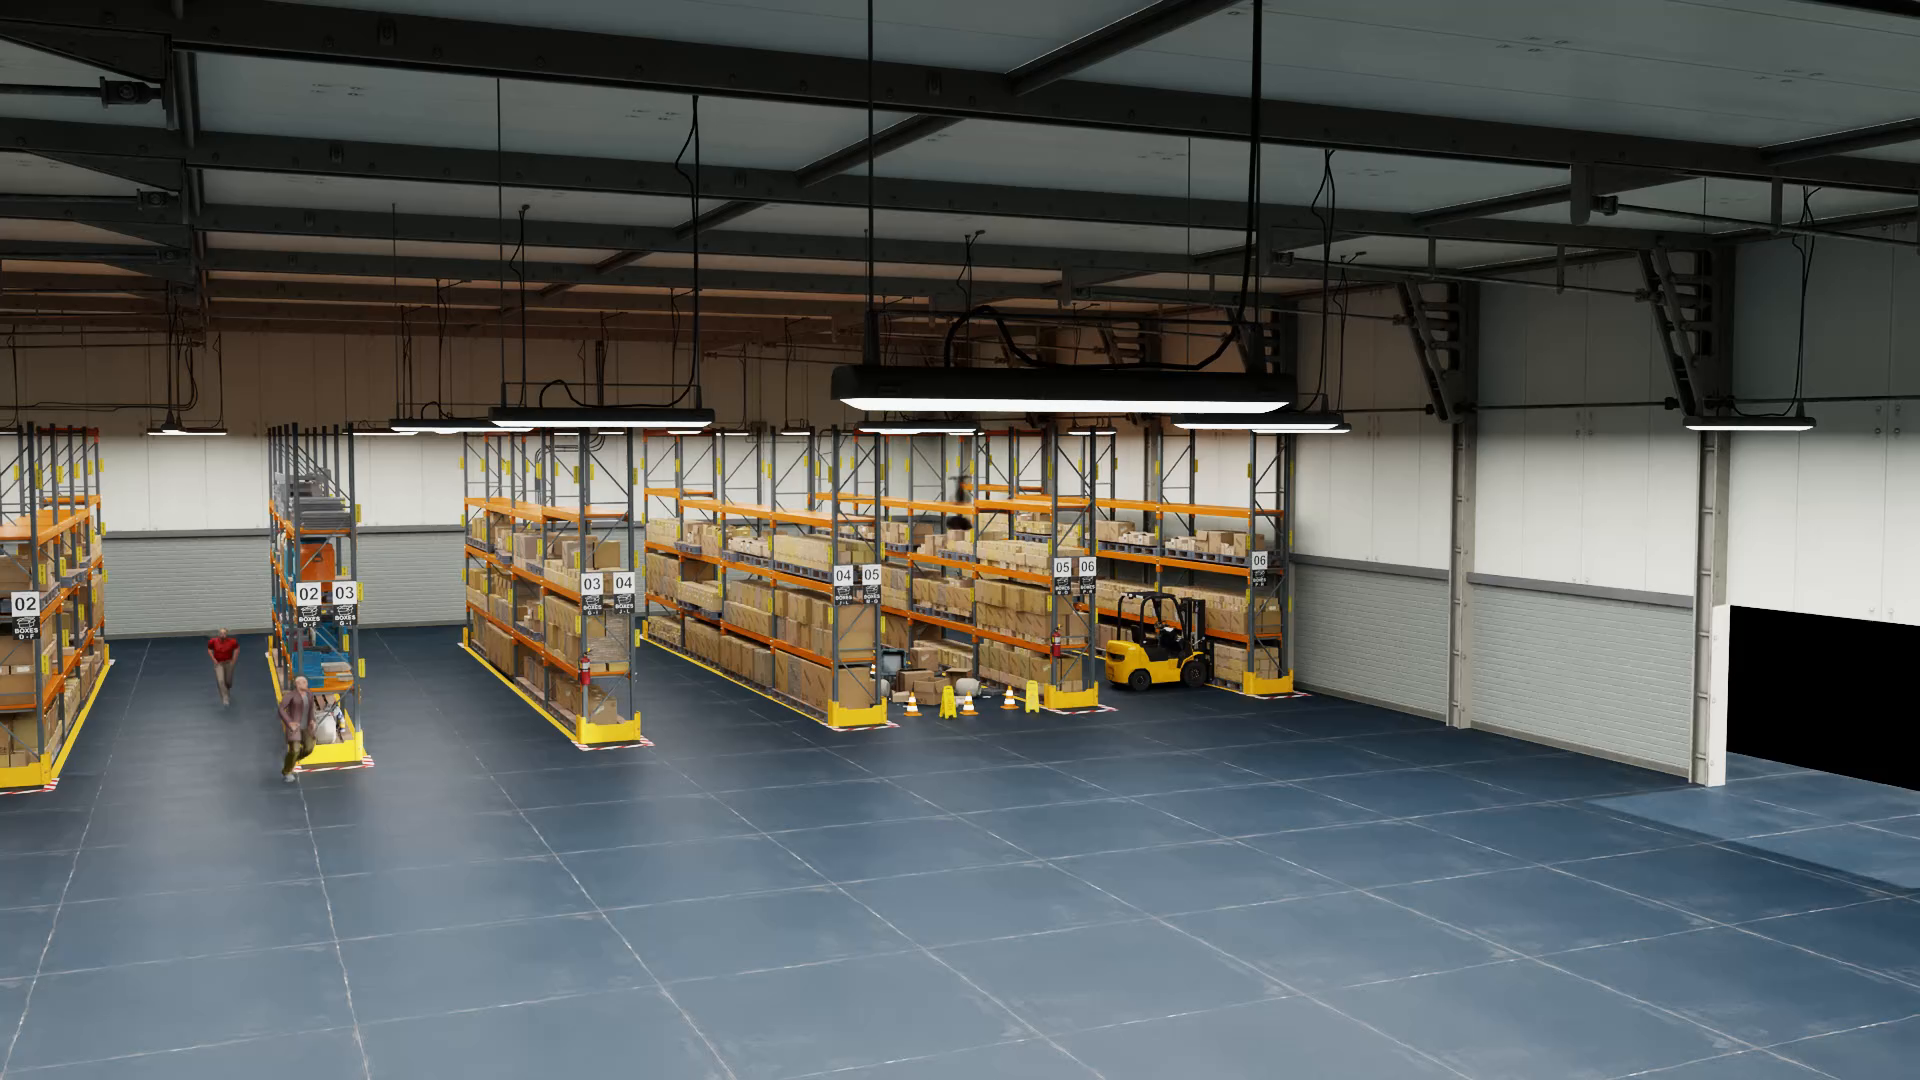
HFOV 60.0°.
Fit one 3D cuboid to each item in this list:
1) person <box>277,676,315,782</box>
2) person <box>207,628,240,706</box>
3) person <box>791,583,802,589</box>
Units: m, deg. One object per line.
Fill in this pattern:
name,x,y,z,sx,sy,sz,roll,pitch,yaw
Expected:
person,-11.131,3.161,28.015,0.573,1.712,0.767,2,4,29
person,-15.942,2.706,36.005,0.649,1.682,0.911,-1,4,-21
person,-5.121,1.748,51.912,0.565,1.628,0.564,-3,4,-38
